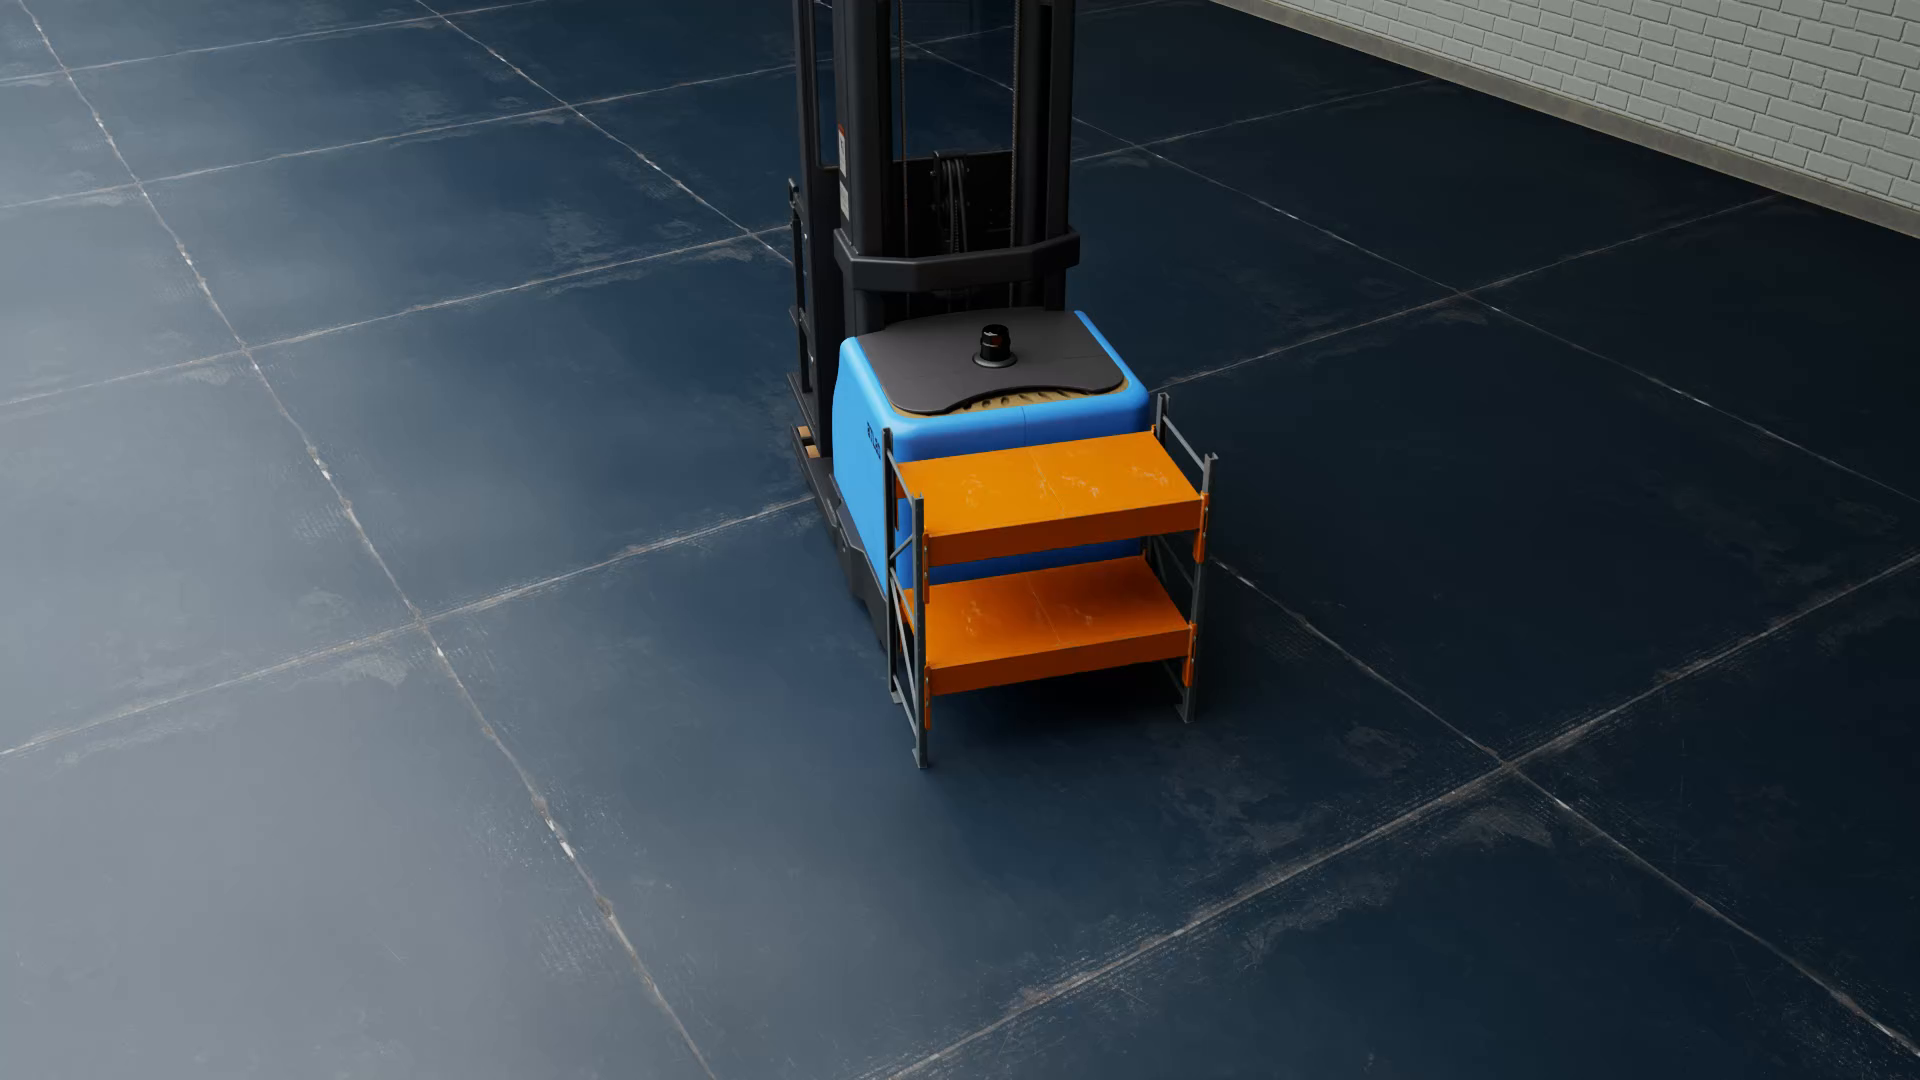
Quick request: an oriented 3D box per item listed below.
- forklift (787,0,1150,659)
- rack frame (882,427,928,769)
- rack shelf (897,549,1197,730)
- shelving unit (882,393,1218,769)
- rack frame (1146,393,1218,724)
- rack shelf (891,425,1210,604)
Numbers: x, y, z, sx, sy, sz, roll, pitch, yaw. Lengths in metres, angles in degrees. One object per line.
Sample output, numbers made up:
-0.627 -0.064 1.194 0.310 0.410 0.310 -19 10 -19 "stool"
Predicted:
-0.167 -1.560 6.975 1.130 2.935 3.031 -8 33 -13 "forklift"
-0.194 0.214 5.856 0.032 1.125 0.500 -8 33 -12 "rack frame"
0.297 0.352 6.096 1.000 0.278 0.538 -8 33 -12 "rack shelf"
0.297 0.145 5.966 1.048 1.125 0.538 -8 33 -12 "shelving unit"
0.789 0.076 6.075 0.032 1.125 0.500 -8 33 -12 "rack frame"
0.297 -0.103 5.810 1.000 0.278 0.538 -8 33 -12 "rack shelf"
